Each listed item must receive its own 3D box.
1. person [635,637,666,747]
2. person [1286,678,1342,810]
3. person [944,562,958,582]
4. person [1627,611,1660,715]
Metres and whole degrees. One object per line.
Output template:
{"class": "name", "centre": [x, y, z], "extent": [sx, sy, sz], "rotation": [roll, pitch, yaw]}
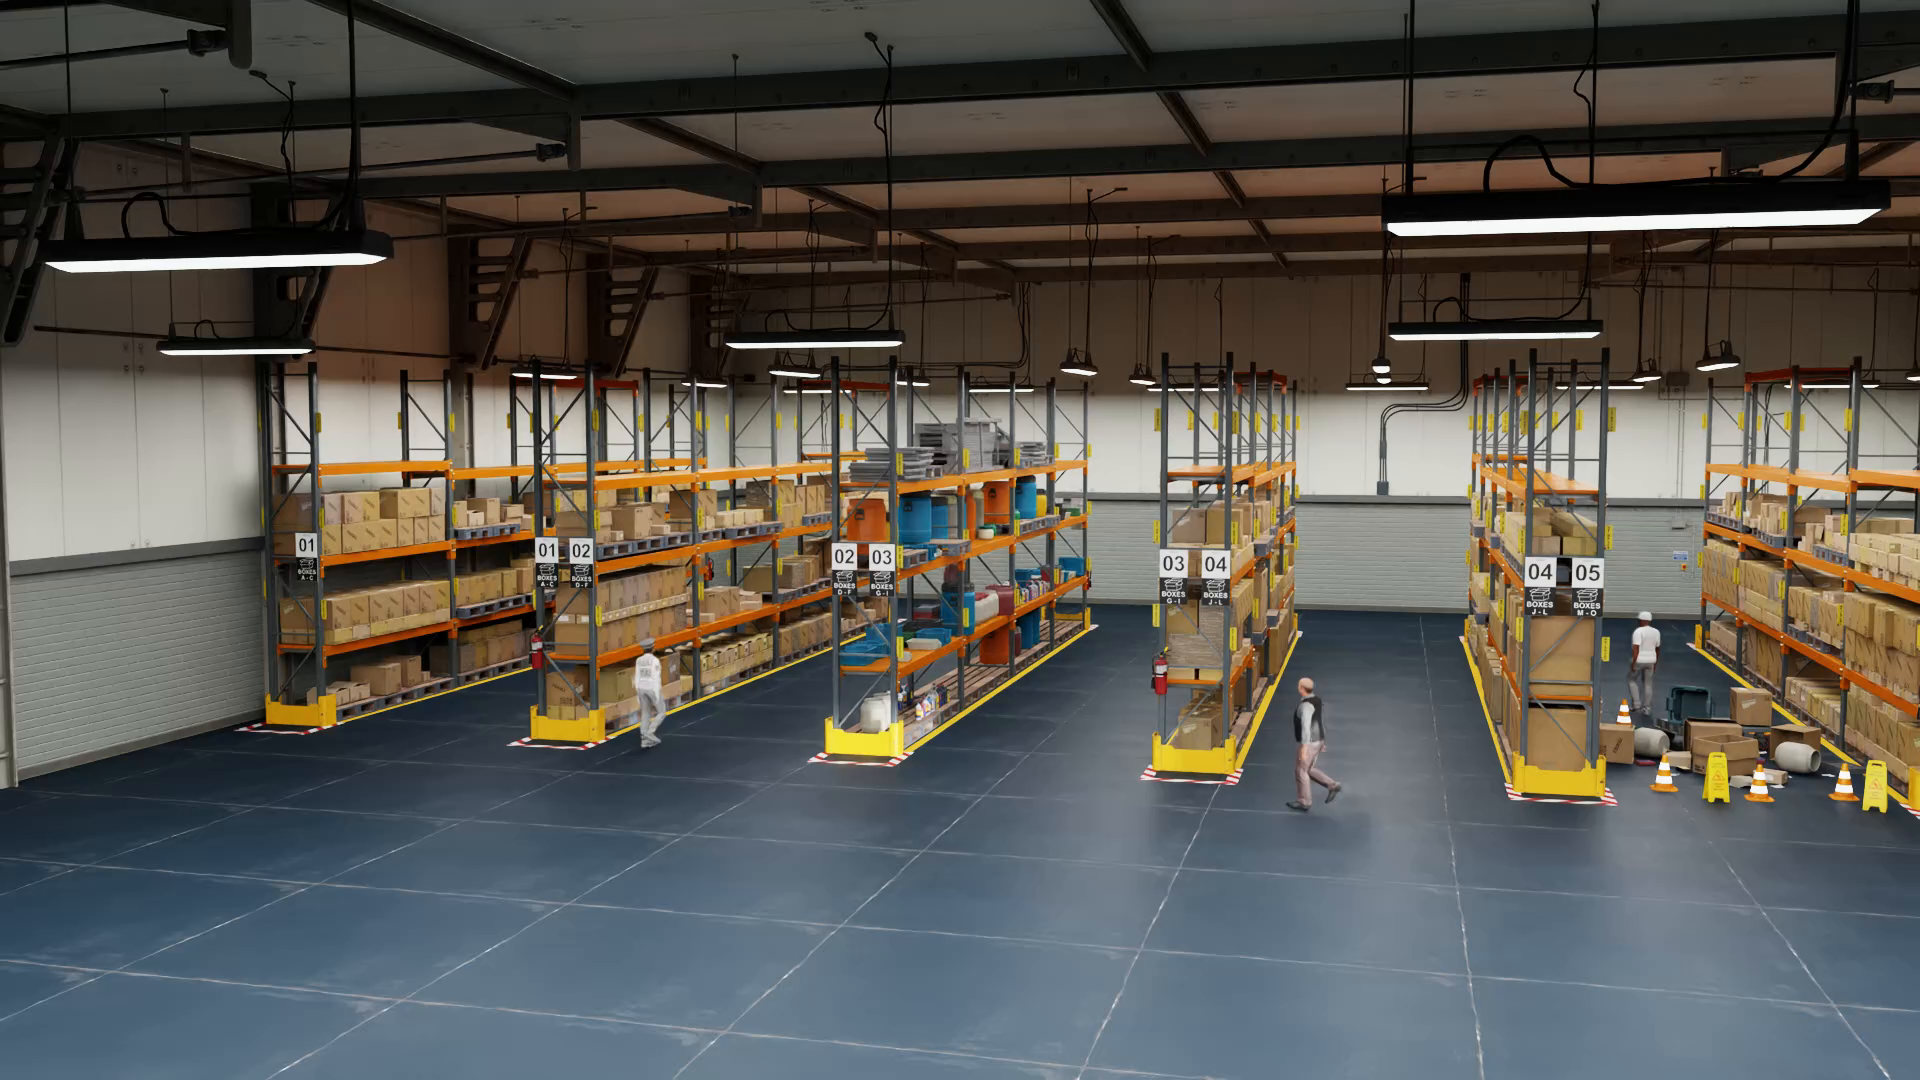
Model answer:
{"class": "person", "centre": [-4.815, 2.353, 25.670], "extent": [0.526, 1.675, 0.467], "rotation": [2, 4, 24]}
{"class": "person", "centre": [4.579, 2.630, 21.473], "extent": [0.688, 1.709, 0.542], "rotation": [2, 4, 25]}
{"class": "person", "centre": [-0.141, 1.139, 42.440], "extent": [0.592, 1.822, 0.614], "rotation": [1, 4, 18]}
{"class": "person", "centre": [11.755, 2.111, 28.523], "extent": [0.558, 1.765, 0.530], "rotation": [0, 4, 2]}
